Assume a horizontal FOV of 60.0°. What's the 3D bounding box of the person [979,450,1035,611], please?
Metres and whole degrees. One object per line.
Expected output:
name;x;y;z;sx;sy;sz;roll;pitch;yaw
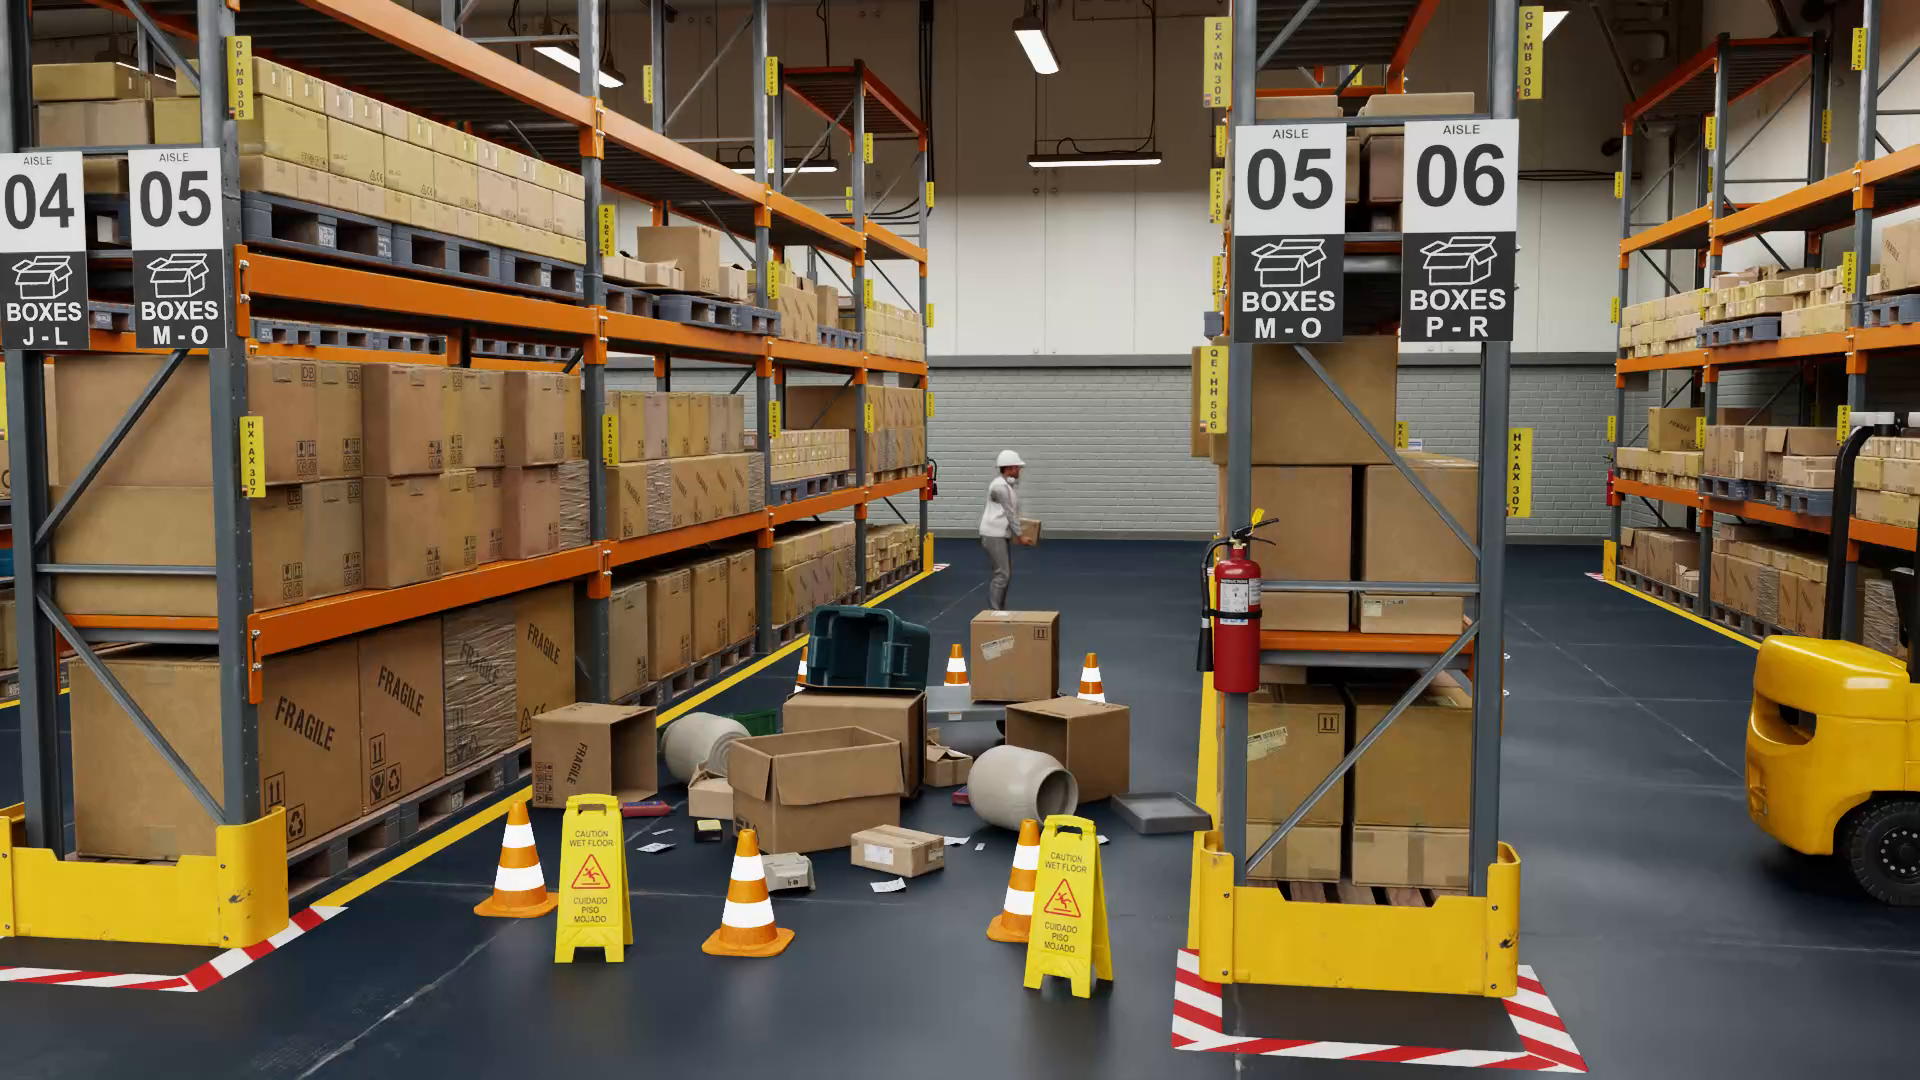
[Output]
person;0.486;-0.029;16.926;0.575;1.765;0.488;1;4;8
